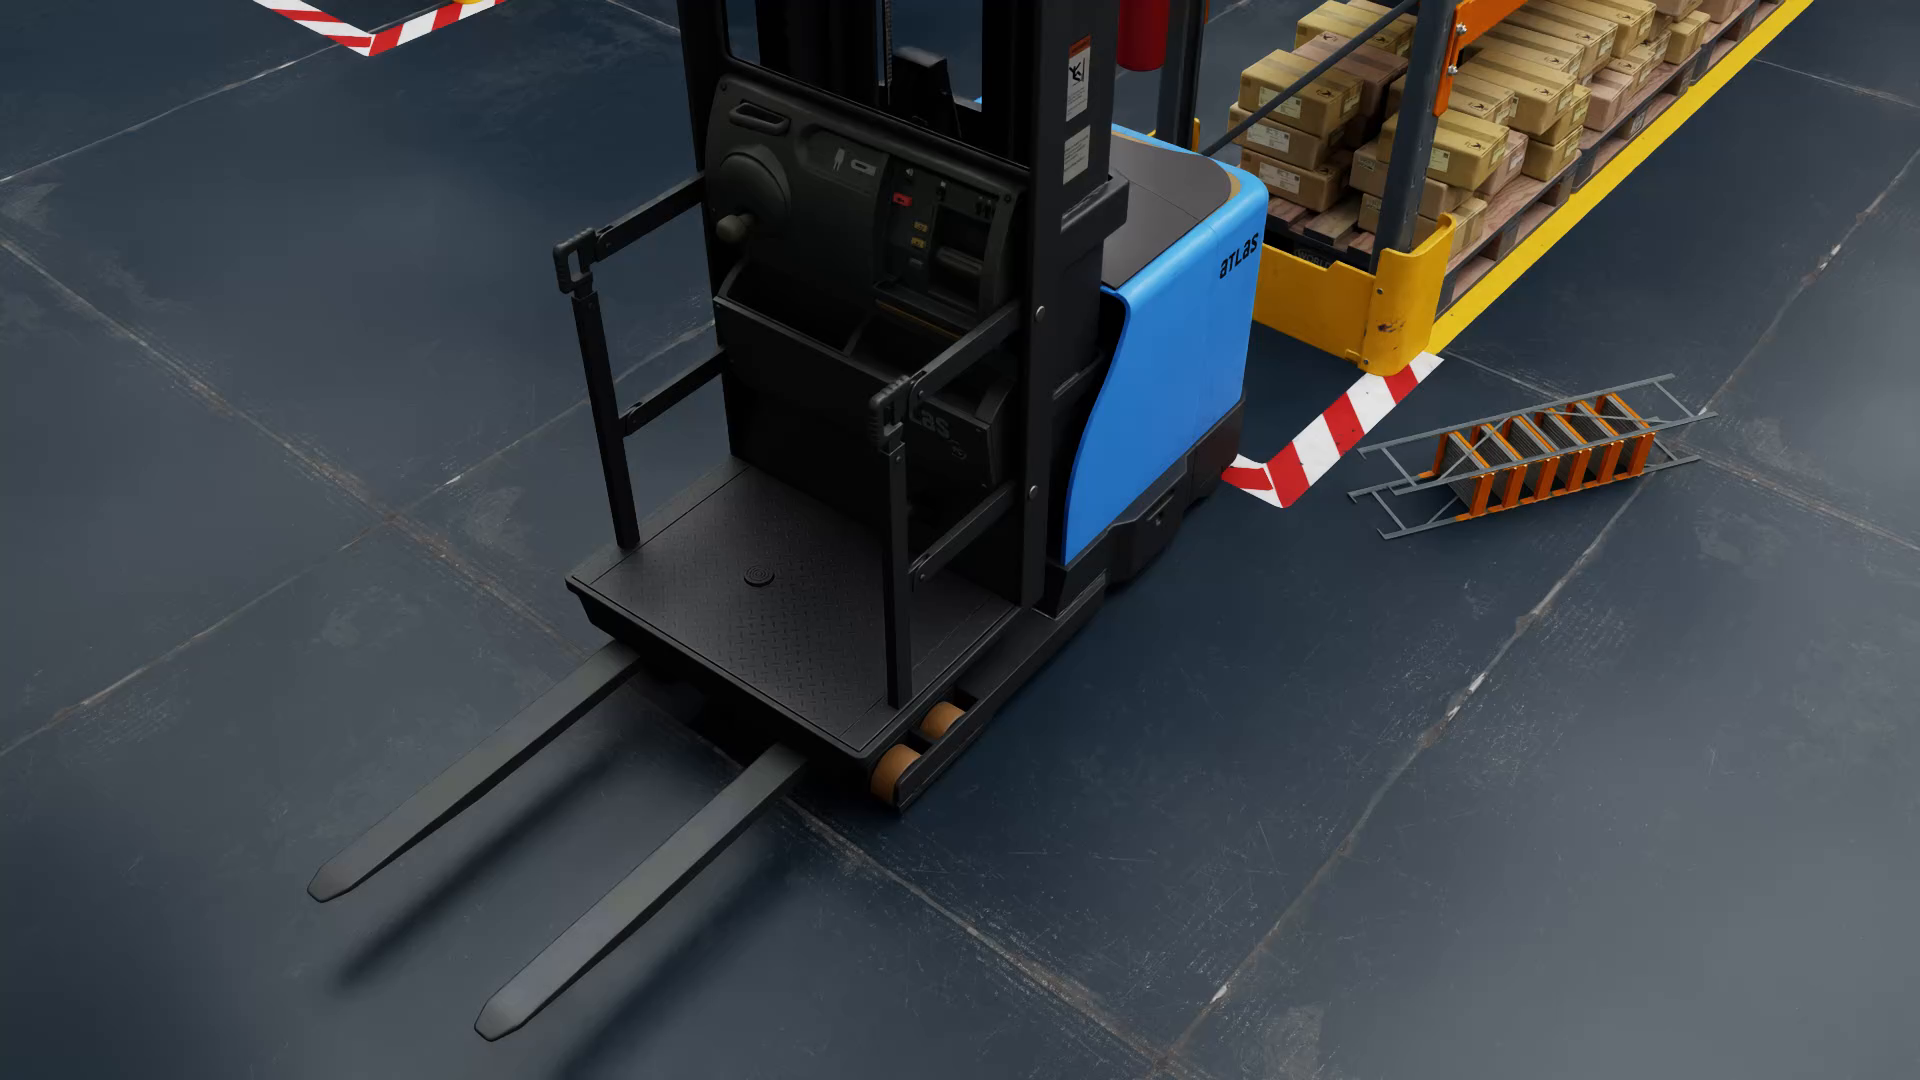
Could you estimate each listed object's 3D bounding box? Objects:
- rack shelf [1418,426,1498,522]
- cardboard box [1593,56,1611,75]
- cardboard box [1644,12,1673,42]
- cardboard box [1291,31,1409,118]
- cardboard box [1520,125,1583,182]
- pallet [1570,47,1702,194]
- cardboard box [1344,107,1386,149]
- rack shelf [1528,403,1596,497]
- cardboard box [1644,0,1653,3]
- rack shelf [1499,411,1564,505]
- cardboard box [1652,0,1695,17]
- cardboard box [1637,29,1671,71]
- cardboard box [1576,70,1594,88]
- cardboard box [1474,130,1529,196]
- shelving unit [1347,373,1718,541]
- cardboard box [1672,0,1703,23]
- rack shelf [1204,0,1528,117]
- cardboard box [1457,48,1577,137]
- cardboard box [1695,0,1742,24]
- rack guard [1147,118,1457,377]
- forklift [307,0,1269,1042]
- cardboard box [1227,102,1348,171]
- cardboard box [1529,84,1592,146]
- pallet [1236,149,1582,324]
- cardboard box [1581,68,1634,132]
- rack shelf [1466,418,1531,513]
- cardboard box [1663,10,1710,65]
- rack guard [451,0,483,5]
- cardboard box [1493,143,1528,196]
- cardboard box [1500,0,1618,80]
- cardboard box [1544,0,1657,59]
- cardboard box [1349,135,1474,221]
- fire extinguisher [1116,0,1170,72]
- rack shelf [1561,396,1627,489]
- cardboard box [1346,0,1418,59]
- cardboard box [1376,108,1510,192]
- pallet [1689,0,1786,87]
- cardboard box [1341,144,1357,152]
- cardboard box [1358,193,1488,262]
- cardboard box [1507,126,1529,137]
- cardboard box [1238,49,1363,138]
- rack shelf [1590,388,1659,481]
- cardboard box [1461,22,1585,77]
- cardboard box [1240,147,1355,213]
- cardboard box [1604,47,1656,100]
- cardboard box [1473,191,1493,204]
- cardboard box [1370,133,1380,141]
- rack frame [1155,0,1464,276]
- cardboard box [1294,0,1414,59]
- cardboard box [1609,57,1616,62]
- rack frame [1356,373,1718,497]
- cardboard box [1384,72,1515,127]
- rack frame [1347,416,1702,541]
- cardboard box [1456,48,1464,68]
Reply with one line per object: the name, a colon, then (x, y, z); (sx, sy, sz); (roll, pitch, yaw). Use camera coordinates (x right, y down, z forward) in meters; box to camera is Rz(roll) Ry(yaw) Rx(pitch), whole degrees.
rack shelf: (1.597, -0.215, 5.342); (0.103, 0.180, 0.258); (-13, 44, -14)
cardboard box: (2.458, -2.042, 6.852); (0.380, 0.149, 0.250); (32, 51, 30)
cardboard box: (2.844, -2.296, 7.131); (0.380, 0.149, 0.250); (27, 49, 27)
cardboard box: (1.478, -1.779, 6.341); (0.380, 0.149, 0.250); (30, 50, 29)
cardboard box: (2.217, -1.588, 6.574); (0.380, 0.149, 0.250); (30, 50, 29)
pallet: (2.510, -2.007, 7.300); (1.003, 0.211, 1.213); (29, 50, 28)
cardboard box: (1.456, -1.688, 6.463); (0.380, 0.149, 0.250); (28, 49, 28)
rack shelf: (1.936, -0.296, 5.431); (0.103, 0.180, 0.258); (-13, 44, -14)
cardboard box: (2.643, -2.271, 6.883); (0.380, 0.149, 0.250); (30, 50, 29)
rack shelf: (1.823, -0.269, 5.402); (0.103, 0.180, 0.258); (-13, 44, -14)
cardboard box: (2.887, -2.352, 6.972); (0.380, 0.149, 0.250); (28, 49, 27)
cardboard box: (2.823, -2.144, 7.185); (0.380, 0.149, 0.250); (30, 50, 29)
cardboard box: (2.315, -1.884, 6.678); (0.380, 0.149, 0.250); (27, 49, 27)
cardboard box: (1.879, -1.457, 6.208); (0.380, 0.149, 0.250); (29, 50, 28)
shelving unit: (1.865, -0.279, 5.413); (1.200, 0.189, 0.258); (-13, 44, -14)
cardboard box: (3.031, -2.425, 7.273); (0.380, 0.149, 0.250); (31, 51, 29)
rack shelf: (2.413, -2.735, 6.563); (1.077, 0.370, 4.000); (29, 50, 28)
cardboard box: (2.068, -1.683, 6.236); (0.380, 0.149, 0.250); (29, 50, 28)
cardboard box: (3.356, -2.520, 7.599); (0.380, 0.149, 0.250); (28, 49, 27)
rack guard: (1.175, -1.085, 6.072); (1.175, 0.500, 0.348); (29, 50, 28)
forklift: (-0.384, -0.748, 3.894); (1.130, 2.935, 3.031); (27, 49, 27)
cardboard box: (1.247, -1.577, 6.341); (0.380, 0.149, 0.250); (28, 49, 27)
cardboard box: (2.217, -1.706, 6.483); (0.380, 0.149, 0.250); (31, 51, 30)
pallet: (1.725, -1.381, 6.612); (1.003, 0.211, 1.213); (29, 50, 28)
cardboard box: (2.535, -1.851, 6.863); (0.380, 0.149, 0.250); (27, 49, 27)
rack shelf: (1.710, -0.242, 5.372); (0.103, 0.180, 0.258); (-13, 44, -14)
cardboard box: (3.042, -2.249, 7.301); (0.380, 0.149, 0.250); (29, 50, 28)
rack guard: (-2.744, -3.125, 8.315); (1.175, 0.500, 0.348); (29, 50, 28)
cardboard box: (1.968, -1.504, 6.481); (0.380, 0.149, 0.250); (30, 50, 29)
cardboard box: (2.350, -1.985, 6.568); (0.380, 0.149, 0.250); (32, 51, 30)
cardboard box: (2.555, -2.101, 6.695); (0.380, 0.149, 0.250); (30, 50, 29)
cardboard box: (1.659, -1.340, 6.080); (0.380, 0.149, 0.250); (32, 51, 30)
fire extinguisher: (0.610, -1.875, 5.417); (0.296, 0.674, 0.183); (29, 50, 28)
rack shelf: (2.049, -0.323, 5.461); (0.103, 0.180, 0.258); (-13, 44, -14)
cardboard box: (1.763, -2.073, 6.665); (0.380, 0.149, 0.250); (27, 49, 27)
cardboard box: (1.723, -1.414, 5.941); (0.380, 0.149, 0.250); (27, 49, 27)
pallet: (3.295, -2.638, 7.994); (1.003, 0.211, 1.213); (29, 50, 28)
cardboard box: (1.393, -1.609, 6.597); (0.380, 0.149, 0.250); (31, 51, 30)
cardboard box: (1.708, -1.203, 6.150); (0.380, 0.149, 0.250); (31, 50, 29)
cardboard box: (1.969, -1.621, 6.389); (0.380, 0.149, 0.250); (30, 50, 29)
cardboard box: (1.272, -1.674, 6.226); (0.380, 0.149, 0.250); (30, 50, 29)
rack shelf: (2.162, -0.350, 5.491); (0.103, 0.180, 0.258); (-13, 44, -14)
cardboard box: (2.165, -1.846, 6.416); (0.380, 0.149, 0.250); (27, 49, 27)
cardboard box: (1.305, -1.433, 6.403); (0.380, 0.149, 0.250); (30, 50, 29)
cardboard box: (2.693, -2.005, 7.032); (0.380, 0.149, 0.250); (30, 50, 28)
cardboard box: (1.814, -1.373, 6.337); (0.380, 0.149, 0.250); (29, 50, 28)
cardboard box: (1.629, -1.708, 6.706); (0.380, 0.149, 0.250); (29, 50, 28)
rack frame: (1.126, -1.971, 5.188); (1.000, 3.000, 0.127); (29, 50, 28)
cardboard box: (1.548, -1.967, 6.548); (0.380, 0.149, 0.250); (28, 49, 28)
cardboard box: (2.639, -2.176, 7.000); (0.380, 0.149, 0.250); (32, 51, 30)
rack frame: (1.865, -0.346, 5.351); (1.200, 0.006, 0.240); (-13, 44, -14)
cardboard box: (1.808, -1.608, 6.154); (0.380, 0.149, 0.250); (30, 50, 29)
rack frame: (1.865, -0.211, 5.474); (1.200, 0.006, 0.240); (-13, 44, -14)
cardboard box: (1.832, -1.939, 6.739); (0.380, 0.149, 0.250); (29, 50, 28)
